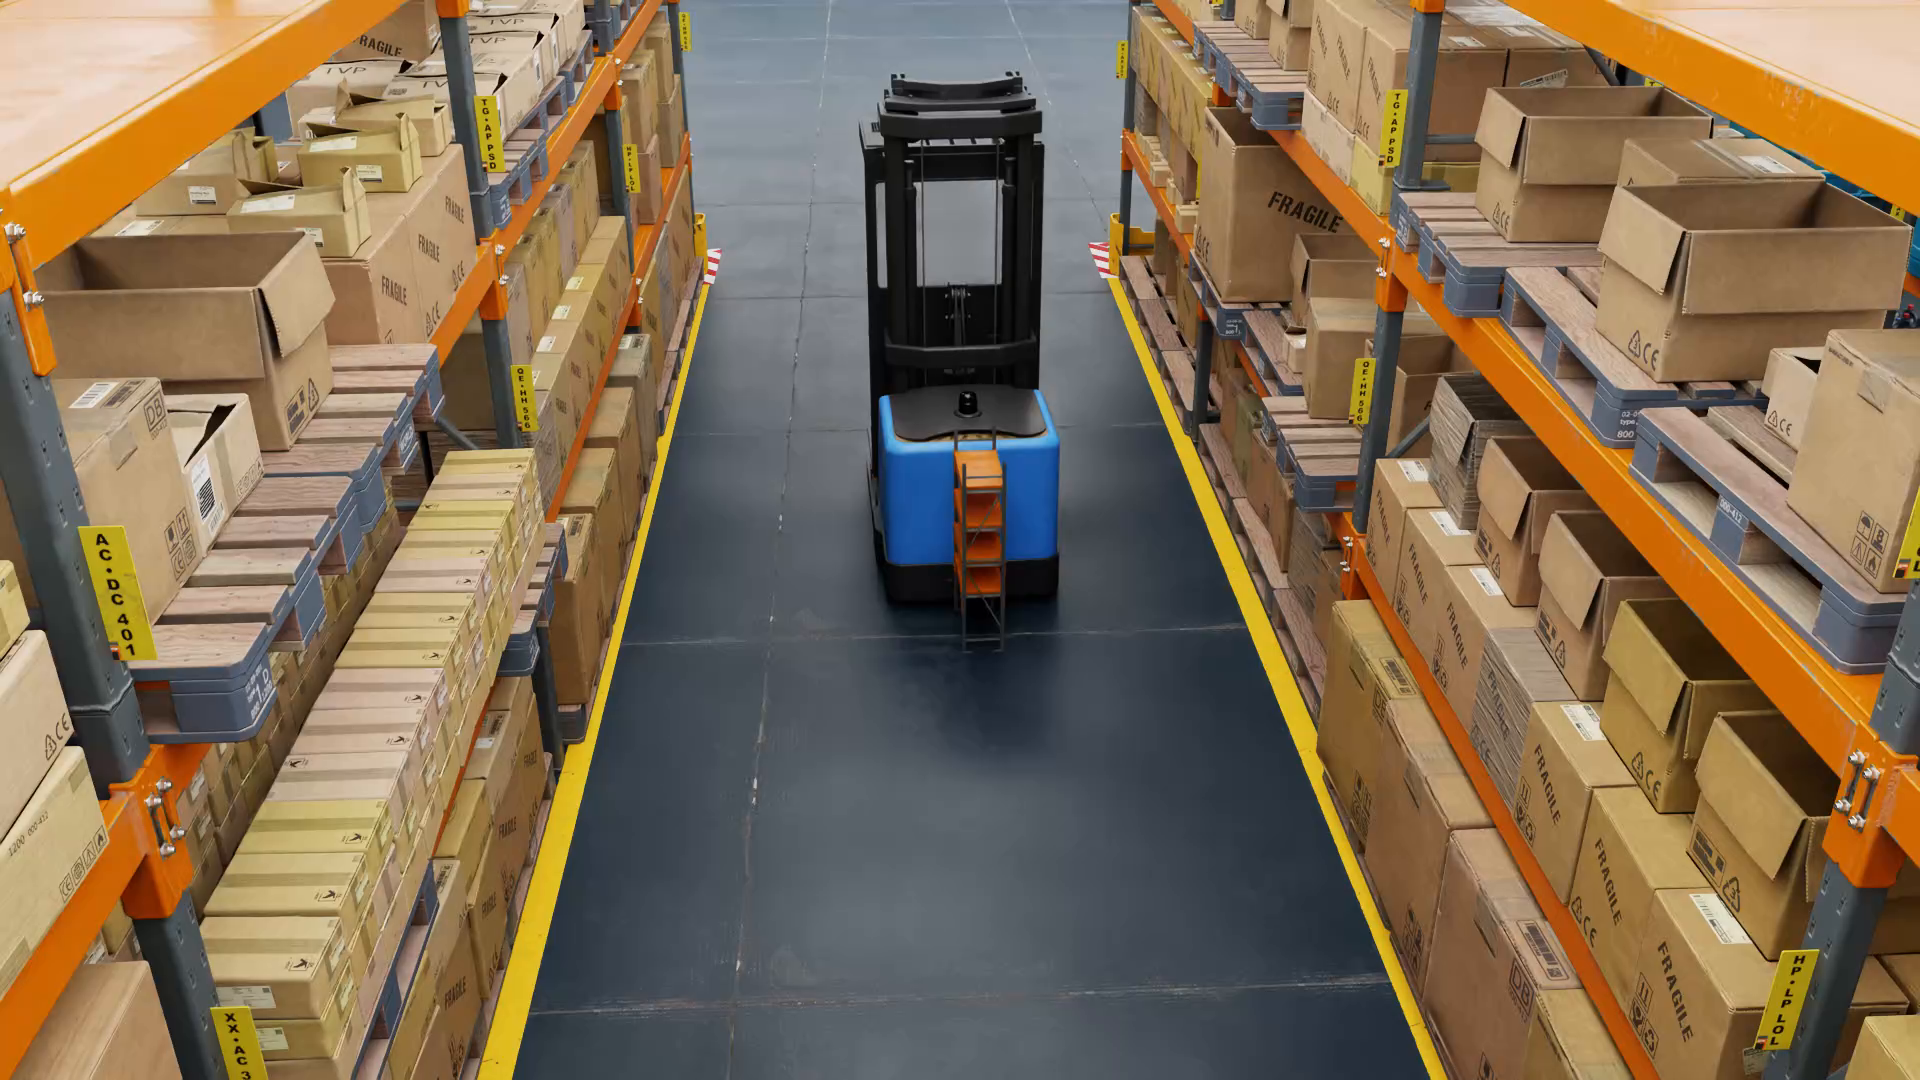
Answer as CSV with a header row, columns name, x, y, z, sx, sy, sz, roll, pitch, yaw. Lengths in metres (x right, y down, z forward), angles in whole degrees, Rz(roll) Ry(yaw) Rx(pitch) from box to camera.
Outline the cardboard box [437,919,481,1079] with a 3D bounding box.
name,x,y,z,sx,sy,sz,roll,pitch,yaw
cardboard box,-2.181,1.781,6.403,0.500,0.500,0.500,-1,28,-2

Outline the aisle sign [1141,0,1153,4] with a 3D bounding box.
name,x,y,z,sx,sy,sz,roll,pitch,yaw
aisle sign,1.692,-5.097,14.529,0.394,0.787,0.004,-1,28,-3

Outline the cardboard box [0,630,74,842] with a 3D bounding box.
name,x,y,z,sx,sy,sz,roll,pitch,yaw
cardboard box,-2.059,0.414,3.153,0.500,0.250,0.500,-3,28,-5

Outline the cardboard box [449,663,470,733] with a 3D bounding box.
name,x,y,z,sx,sy,sz,roll,pitch,yaw
cardboard box,-1.982,0.570,5.971,0.380,0.149,0.250,-2,28,-4

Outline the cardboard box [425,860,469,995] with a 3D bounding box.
name,x,y,z,sx,sy,sz,roll,pitch,yaw
cardboard box,-2.165,1.453,6.221,0.500,0.250,0.500,0,28,-1

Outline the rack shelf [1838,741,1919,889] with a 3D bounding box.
name,x,y,z,sx,sy,sz,roll,pitch,yaw
rack shelf,2.726,1.532,2.166,1.077,0.370,4.000,-1,28,-3

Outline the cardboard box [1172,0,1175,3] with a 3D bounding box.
name,x,y,z,sx,sy,sz,roll,pitch,yaw
cardboard box,1.849,-4.250,12.636,0.500,0.250,0.500,-1,28,-1

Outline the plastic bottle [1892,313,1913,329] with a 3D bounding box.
name,x,y,z,sx,sy,sz,roll,pitch,yaw
plastic bottle,7.378,-1.595,13.015,0.144,0.351,0.185,-1,28,-3

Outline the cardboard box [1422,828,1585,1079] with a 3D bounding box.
name,x,y,z,sx,sy,sz,roll,pitch,yaw
cardboard box,2.520,1.667,6.215,1.225,0.875,0.875,-2,28,-4

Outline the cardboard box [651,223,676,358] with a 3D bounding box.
name,x,y,z,sx,sy,sz,roll,pitch,yaw
cardboard box,-2.769,-1.955,13.160,0.875,0.875,0.875,-1,28,-2

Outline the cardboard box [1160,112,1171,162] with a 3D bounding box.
name,x,y,z,sx,sy,sz,roll,pitch,yaw
cardboard box,2.125,-3.384,13.627,0.875,0.500,0.500,-1,28,-3

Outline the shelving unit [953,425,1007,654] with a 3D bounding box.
name,x,y,z,sx,sy,sz,roll,pitch,yaw
shelving unit,0.109,0.001,9.511,0.258,1.200,0.503,-3,28,-5

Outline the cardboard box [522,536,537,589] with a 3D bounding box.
name,x,y,z,sx,sy,sz,roll,pitch,yaw
cardboard box,-2.050,0.102,7.191,0.380,0.149,0.250,-1,28,-3

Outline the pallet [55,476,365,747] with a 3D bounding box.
name,x,y,z,sx,sy,sz,roll,pitch,yaw
pallet,-2.263,0.158,4.225,1.213,0.211,1.003,-1,28,-3

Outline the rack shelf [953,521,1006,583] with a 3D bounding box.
name,x,y,z,sx,sy,sz,roll,pitch,yaw
rack shelf,0.109,0.060,9.542,0.258,0.148,0.480,-3,28,-5

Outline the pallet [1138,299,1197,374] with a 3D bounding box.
name,x,y,z,sx,sy,sz,roll,pitch,yaw
pallet,2.066,-1.713,13.868,1.003,0.211,1.213,-1,28,-3

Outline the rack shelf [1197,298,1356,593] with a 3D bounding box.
name,x,y,z,sx,sy,sz,roll,pitch,yaw
rack shelf,2.308,-0.833,9.943,1.077,0.370,4.000,-1,28,-3

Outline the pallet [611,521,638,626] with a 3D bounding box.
name,x,y,z,sx,sy,sz,roll,pitch,yaw
pallet,-2.573,0.153,10.290,1.003,0.211,1.213,-1,28,-3

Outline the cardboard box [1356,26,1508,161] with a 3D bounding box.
name,x,y,z,sx,sy,sz,roll,pitch,yaw
cardboard box,2.138,-2.038,7.585,0.500,0.500,0.500,-1,28,-1

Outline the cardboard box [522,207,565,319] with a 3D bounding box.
name,x,y,z,sx,sy,sz,roll,pitch,yaw
cardboard box,-2.643,-1.557,9.364,0.700,0.500,0.500,-2,28,-3

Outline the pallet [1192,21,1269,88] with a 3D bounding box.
name,x,y,z,sx,sy,sz,roll,pitch,yaw
pallet,2.129,-3.034,10.346,1.213,0.211,1.003,-1,28,-3

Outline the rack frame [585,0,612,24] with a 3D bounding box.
name,x,y,z,sx,sy,sz,roll,pitch,yaw
rack frame,-2.755,-4.662,10.020,1.000,3.000,0.127,-1,28,-3

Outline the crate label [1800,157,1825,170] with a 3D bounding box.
name,x,y,z,sx,sy,sz,roll,pitch,yaw
crate label,7.307,-3.214,13.693,0.502,0.435,0.616,-1,28,-3

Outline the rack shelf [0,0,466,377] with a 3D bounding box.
name,x,y,z,sx,sy,sz,roll,pitch,yaw
rack shelf,-2.442,-1.395,4.966,1.077,0.370,4.000,-1,28,-3

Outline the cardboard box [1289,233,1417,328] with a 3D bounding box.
name,x,y,z,sx,sy,sz,roll,pitch,yaw
cardboard box,2.386,-1.509,9.896,0.797,0.503,0.637,1,28,3

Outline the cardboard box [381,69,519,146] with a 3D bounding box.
name,x,y,z,sx,sy,sz,roll,pitch,yaw
cardboard box,-2.364,-2.016,7.724,0.500,0.311,0.500,-1,28,-3

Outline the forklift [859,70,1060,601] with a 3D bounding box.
name,x,y,z,sx,sy,sz,roll,pitch,yaw
forklift,-0.060,-1.587,10.686,1.130,2.935,3.031,-3,28,-5

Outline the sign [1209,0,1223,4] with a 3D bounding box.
name,x,y,z,sx,sy,sz,roll,pitch,yaw
sign,1.662,-3.618,10.703,0.100,0.325,0.005,-1,28,-3

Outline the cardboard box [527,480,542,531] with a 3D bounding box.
name,x,y,z,sx,sy,sz,roll,pitch,yaw
cardboard box,-2.066,-0.145,7.342,0.380,0.149,0.250,-1,28,-2

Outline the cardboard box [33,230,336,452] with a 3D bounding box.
name,x,y,z,sx,sy,sz,roll,pitch,yaw
cardboard box,-2.287,-0.586,4.883,0.797,0.503,0.637,-2,28,-3

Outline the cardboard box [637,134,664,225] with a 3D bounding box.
name,x,y,z,sx,sy,sz,roll,pitch,yaw
cardboard box,-2.748,-2.745,12.669,0.875,0.550,0.550,-1,28,-3

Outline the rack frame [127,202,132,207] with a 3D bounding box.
name,x,y,z,sx,sy,sz,roll,pitch,yaw
rack frame,-7.902,-3.683,14.631,1.000,3.000,0.127,-1,28,-3

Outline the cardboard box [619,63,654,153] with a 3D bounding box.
name,x,y,z,sx,sy,sz,roll,pitch,yaw
cardboard box,-2.776,-3.223,12.418,0.875,0.550,0.550,-1,28,-3

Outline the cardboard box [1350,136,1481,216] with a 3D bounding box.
name,x,y,z,sx,sy,sz,roll,pitch,yaw
cardboard box,2.143,-1.705,7.757,0.500,0.250,0.500,-1,28,-3

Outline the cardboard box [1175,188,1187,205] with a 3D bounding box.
name,x,y,z,sx,sy,sz,roll,pitch,yaw
cardboard box,1.883,-2.635,12.892,0.380,0.149,0.250,-1,28,-3

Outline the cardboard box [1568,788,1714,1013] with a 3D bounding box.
name,x,y,z,sx,sy,sz,roll,pitch,yaw
cardboard box,2.305,1.137,5.281,0.500,0.500,0.500,-1,28,-1

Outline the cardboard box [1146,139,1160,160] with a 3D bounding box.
name,x,y,z,sx,sy,sz,roll,pitch,yaw
cardboard box,1.797,-3.327,14.220,0.380,0.149,0.250,-1,28,-3

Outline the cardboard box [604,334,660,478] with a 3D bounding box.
name,x,y,z,sx,sy,sz,roll,pitch,yaw
cardboard box,-2.633,-0.907,11.285,1.050,0.750,0.750,-2,28,-3

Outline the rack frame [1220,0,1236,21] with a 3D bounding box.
name,x,y,z,sx,sy,sz,roll,pitch,yaw
rack frame,2.203,-4.735,10.160,1.000,3.000,0.127,-1,28,-3

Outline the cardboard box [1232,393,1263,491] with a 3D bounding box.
name,x,y,z,sx,sy,sz,roll,pitch,yaw
cardboard box,2.220,-0.657,11.056,0.700,0.500,0.500,-2,28,-3

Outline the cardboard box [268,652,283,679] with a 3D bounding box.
name,x,y,z,sx,sy,sz,roll,pitch,yaw
cardboard box,-2.636,0.447,5.886,0.380,0.149,0.250,-2,28,-3

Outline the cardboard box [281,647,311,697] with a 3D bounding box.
name,x,y,z,sx,sy,sz,roll,pitch,yaw
cardboard box,-2.653,0.461,6.181,0.380,0.149,0.250,-2,28,-3

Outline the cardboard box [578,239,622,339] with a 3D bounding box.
name,x,y,z,sx,sy,sz,roll,pitch,yaw
cardboard box,-2.435,-1.579,10.487,0.500,0.500,0.500,-2,28,-3

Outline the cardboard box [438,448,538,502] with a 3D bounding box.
name,x,y,z,sx,sy,sz,roll,pitch,yaw
cardboard box,-2.063,-0.278,7.276,0.380,0.149,0.250,-2,28,-5

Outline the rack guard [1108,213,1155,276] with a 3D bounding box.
name,x,y,z,sx,sy,sz,roll,pitch,yaw
rack guard,1.999,-2.779,15.600,1.175,0.500,0.348,-1,28,-3

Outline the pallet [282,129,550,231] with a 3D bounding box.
name,x,y,z,sx,sy,sz,roll,pitch,yaw
pallet,-2.633,-1.697,7.783,1.213,0.211,1.003,0,28,0

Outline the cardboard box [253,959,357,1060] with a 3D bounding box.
name,x,y,z,sx,sy,sz,roll,pitch,yaw
cardboard box,-1.899,1.292,4.586,0.380,0.149,0.250,-1,28,-2

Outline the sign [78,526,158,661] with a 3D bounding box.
name,x,y,z,sx,sy,sz,roll,pitch,yaw
sign,-1.796,0.116,3.543,0.100,0.325,0.005,-1,28,-3

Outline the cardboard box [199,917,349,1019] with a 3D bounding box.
name,x,y,z,sx,sy,sz,roll,pitch,yaw
cardboard box,-1.899,1.161,4.518,0.380,0.149,0.250,0,28,0

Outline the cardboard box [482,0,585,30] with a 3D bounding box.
name,x,y,z,sx,sy,sz,roll,pitch,yaw
cardboard box,-2.558,-3.174,10.010,0.500,0.250,0.500,-1,28,-2

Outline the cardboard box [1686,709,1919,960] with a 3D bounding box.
name,x,y,z,sx,sy,sz,roll,pitch,yaw
cardboard box,2.580,0.835,4.774,0.797,0.503,0.637,-2,28,-4

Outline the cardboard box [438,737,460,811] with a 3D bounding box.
name,x,y,z,sx,sy,sz,roll,pitch,yaw
cardboard box,-1.972,0.821,5.811,0.380,0.149,0.250,-2,28,-4

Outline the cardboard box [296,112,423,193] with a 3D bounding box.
name,x,y,z,sx,sy,sz,roll,pitch,yaw
cardboard box,-2.224,-1.452,6.172,0.396,0.266,0.258,-1,28,-3

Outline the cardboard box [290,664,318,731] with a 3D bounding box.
name,x,y,z,sx,sy,sz,roll,pitch,yaw
cardboard box,-2.653,0.594,6.247,0.380,0.149,0.250,-1,28,-2

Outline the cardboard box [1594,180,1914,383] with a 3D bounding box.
name,x,y,z,sx,sy,sz,roll,pitch,yaw
cardboard box,2.540,-0.847,5.383,0.797,0.503,0.637,-2,28,-3

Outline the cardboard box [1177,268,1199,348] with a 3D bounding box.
name,x,y,z,sx,sy,sz,roll,pitch,yaw
cardboard box,2.074,-1.888,13.438,0.500,0.500,0.500,-4,28,-7

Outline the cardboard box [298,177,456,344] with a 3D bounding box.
name,x,y,z,sx,sy,sz,roll,pitch,yaw
cardboard box,-2.224,-1.041,6.213,0.500,0.500,0.500,-1,28,-3

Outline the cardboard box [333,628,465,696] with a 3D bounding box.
name,x,y,z,sx,sy,sz,roll,pitch,yaw
cardboard box,-1.985,0.439,5.901,0.380,0.149,0.250,-1,28,-1

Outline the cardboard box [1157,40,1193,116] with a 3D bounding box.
name,x,y,z,sx,sy,sz,roll,pitch,yaw
cardboard box,1.830,-3.589,12.939,0.500,0.500,0.500,-1,28,-3

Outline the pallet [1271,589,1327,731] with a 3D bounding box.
name,x,y,z,sx,sy,sz,roll,pitch,yaw
pallet,2.373,0.647,9.343,1.003,0.211,1.213,-1,28,-3
